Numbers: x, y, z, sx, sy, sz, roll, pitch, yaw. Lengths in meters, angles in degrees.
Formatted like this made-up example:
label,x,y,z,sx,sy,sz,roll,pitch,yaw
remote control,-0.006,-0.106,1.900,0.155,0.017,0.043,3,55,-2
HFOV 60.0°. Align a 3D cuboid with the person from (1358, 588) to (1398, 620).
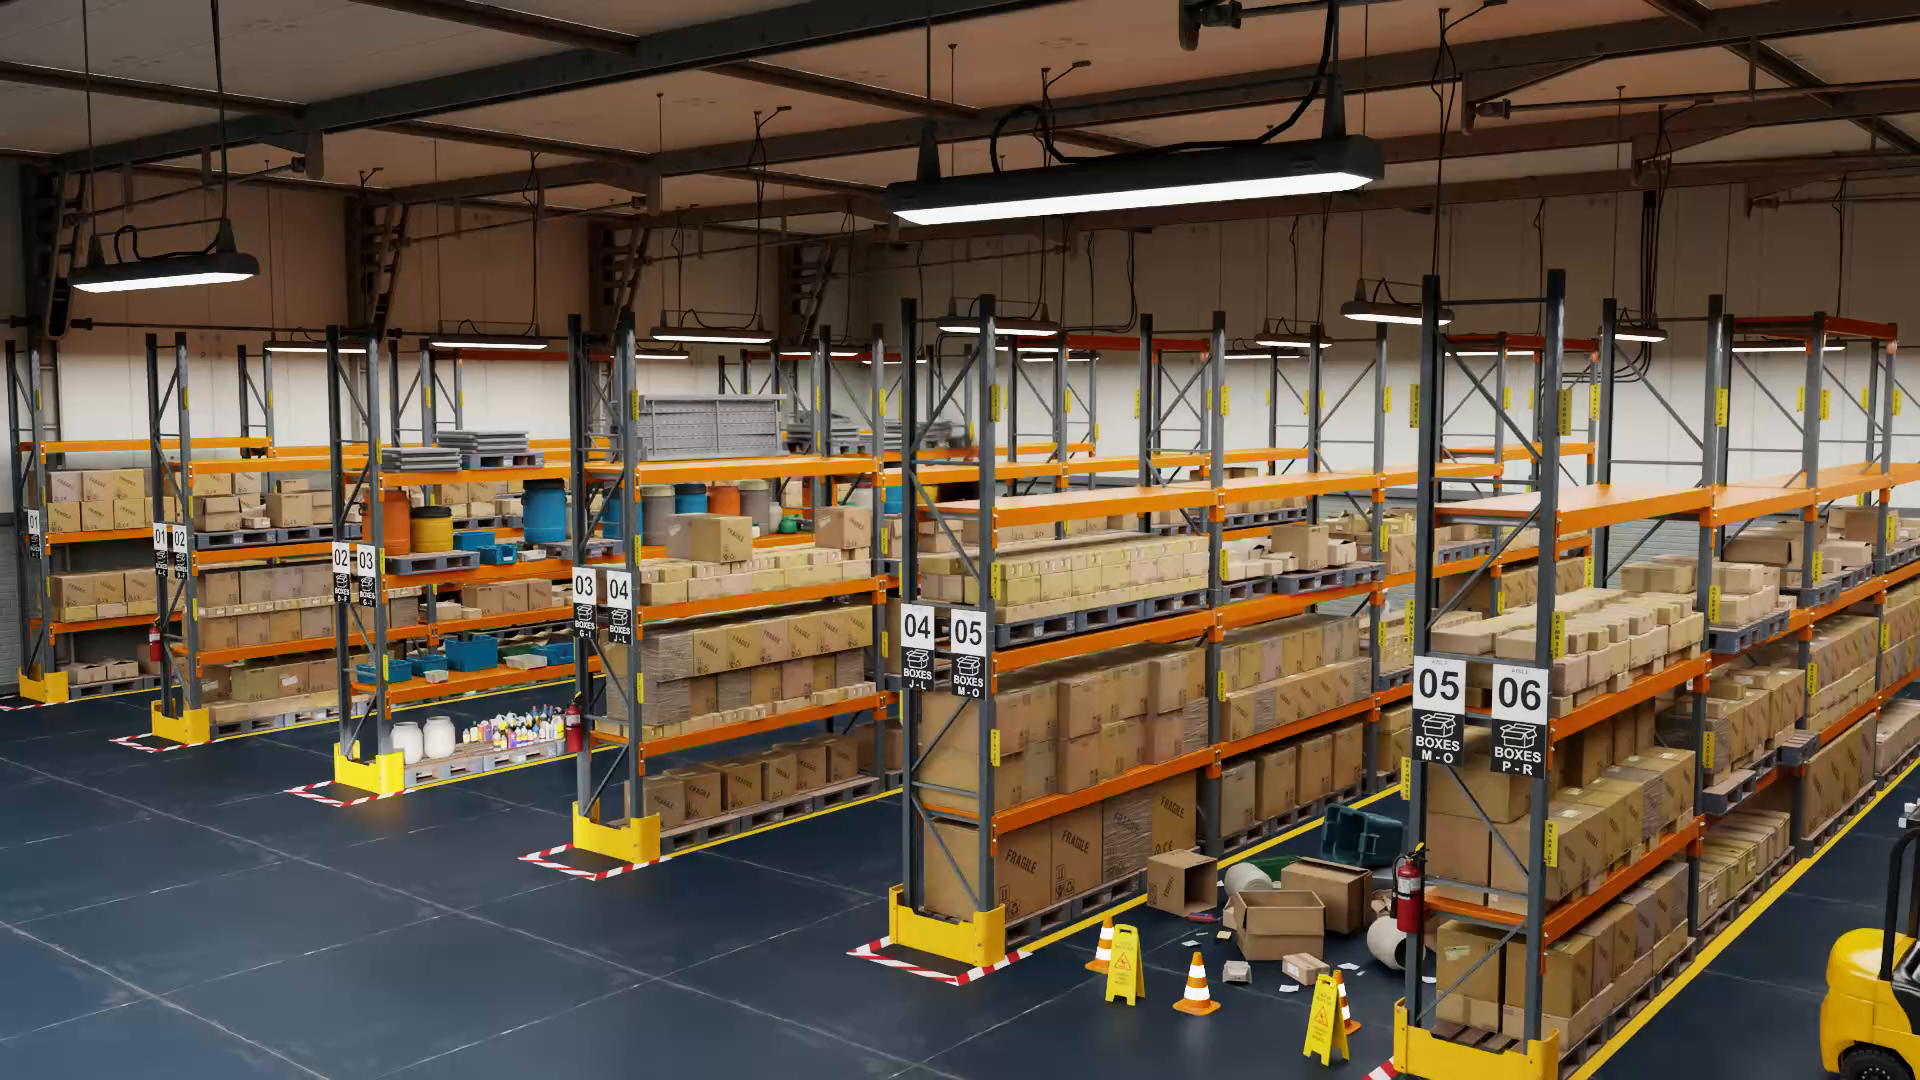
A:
label,x,y,z,sx,sy,sz,roll,pitch,yaw
person,7.600,1.660,29.774,0.944,1.705,0.452,0,5,2
